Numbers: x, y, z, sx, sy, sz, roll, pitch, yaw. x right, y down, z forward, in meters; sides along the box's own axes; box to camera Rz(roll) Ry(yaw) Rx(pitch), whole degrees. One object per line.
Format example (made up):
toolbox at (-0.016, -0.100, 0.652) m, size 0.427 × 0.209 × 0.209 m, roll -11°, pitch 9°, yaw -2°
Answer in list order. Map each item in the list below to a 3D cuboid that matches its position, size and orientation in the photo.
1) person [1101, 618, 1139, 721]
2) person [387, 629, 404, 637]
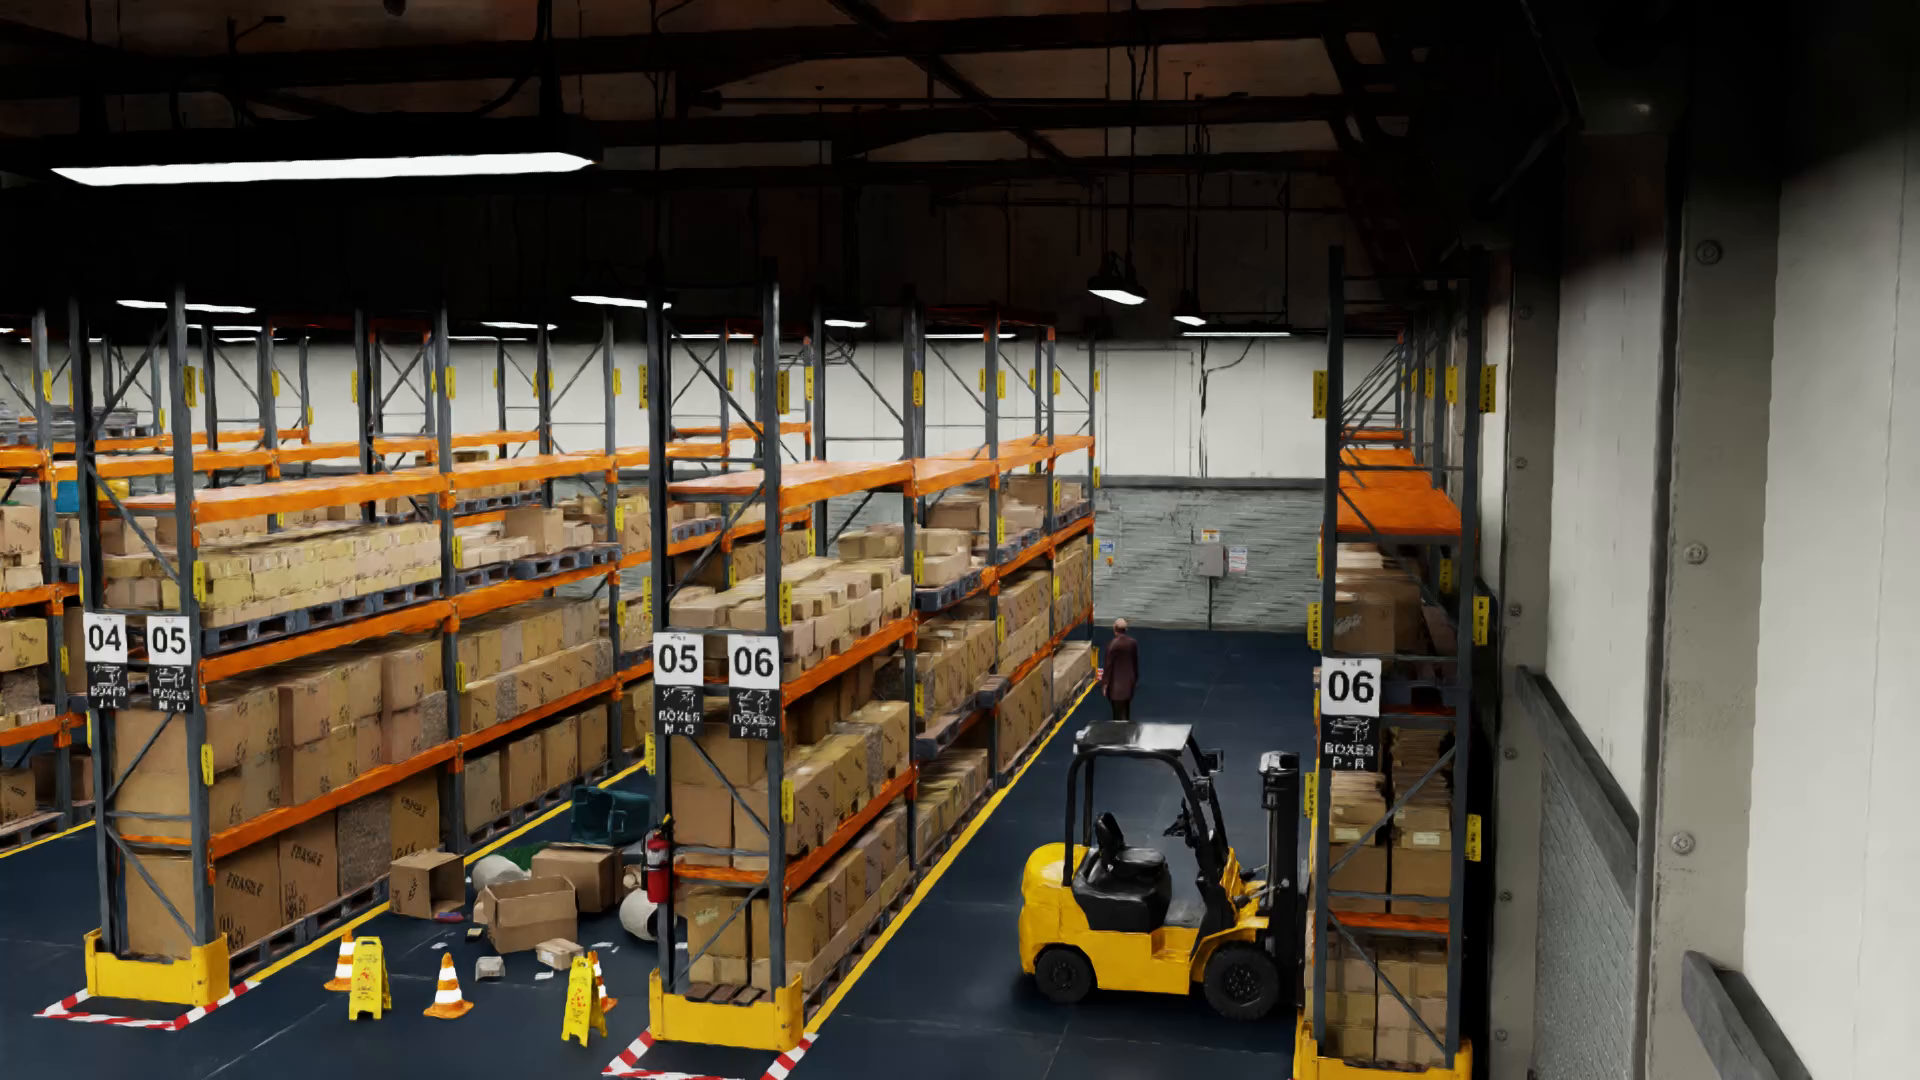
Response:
person at (2.173, 1.953, 22.856) m, size 0.636 × 1.775 × 0.677 m, roll 6°, pitch 8°, yaw 44°
person at (-7.873, 2.000, 23.287) m, size 0.457 × 1.586 × 1.075 m, roll 2°, pitch 6°, yaw 15°
